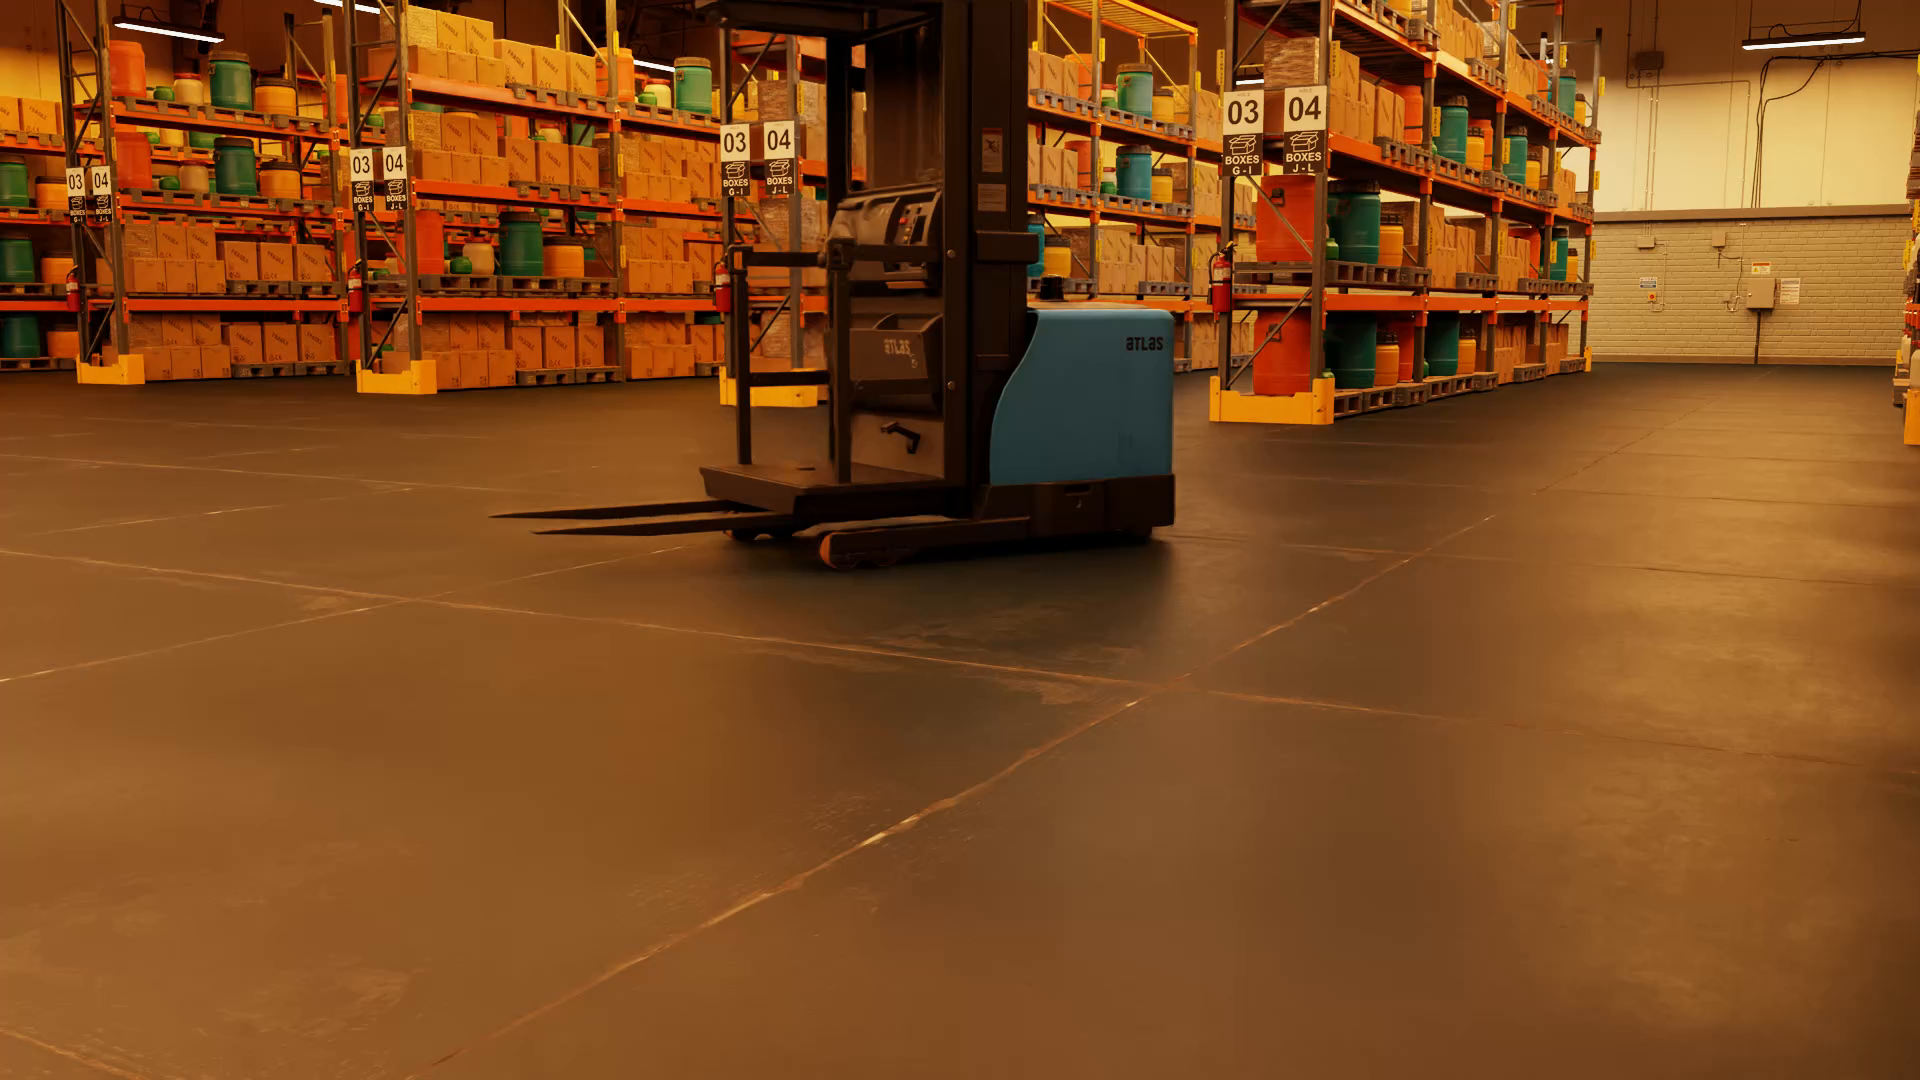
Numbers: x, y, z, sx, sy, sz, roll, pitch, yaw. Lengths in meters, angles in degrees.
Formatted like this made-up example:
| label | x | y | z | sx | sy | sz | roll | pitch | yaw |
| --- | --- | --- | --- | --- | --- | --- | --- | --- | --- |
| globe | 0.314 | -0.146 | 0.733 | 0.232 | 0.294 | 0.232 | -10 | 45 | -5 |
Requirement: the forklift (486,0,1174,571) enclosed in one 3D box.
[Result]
| label | x | y | z | sx | sy | sz | roll | pitch | yaw |
| --- | --- | --- | --- | --- | --- | --- | --- | --- | --- |
| forklift | -0.518 | -1.407 | 7.287 | 3.031 | 2.935 | 1.130 | -5 | 9 | -31 |
